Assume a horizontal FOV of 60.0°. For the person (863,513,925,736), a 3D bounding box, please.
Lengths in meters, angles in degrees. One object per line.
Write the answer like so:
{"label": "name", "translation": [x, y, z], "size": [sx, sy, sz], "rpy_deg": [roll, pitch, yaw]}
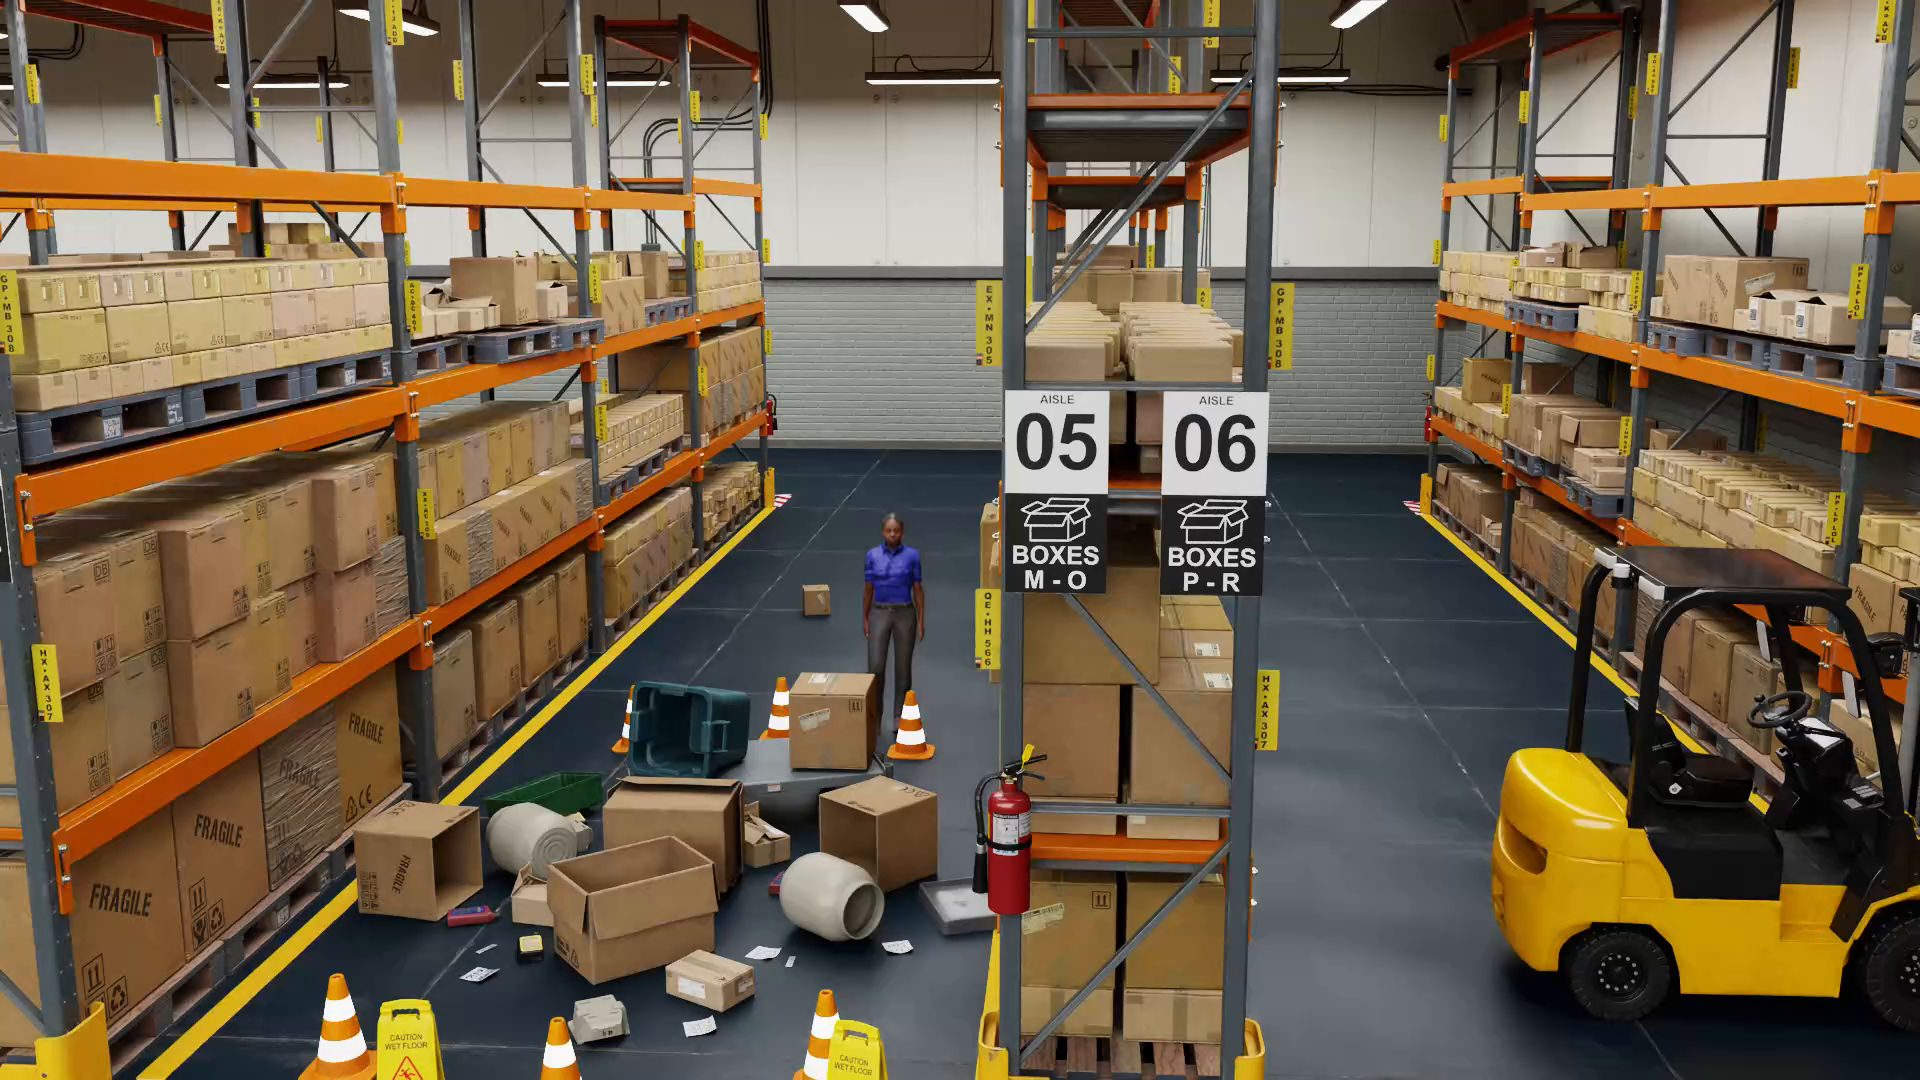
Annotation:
{"label": "person", "translation": [-0.501, 0.654, 12.607], "size": [0.467, 1.722, 0.395], "rpy_deg": [-1, 11, -4]}
